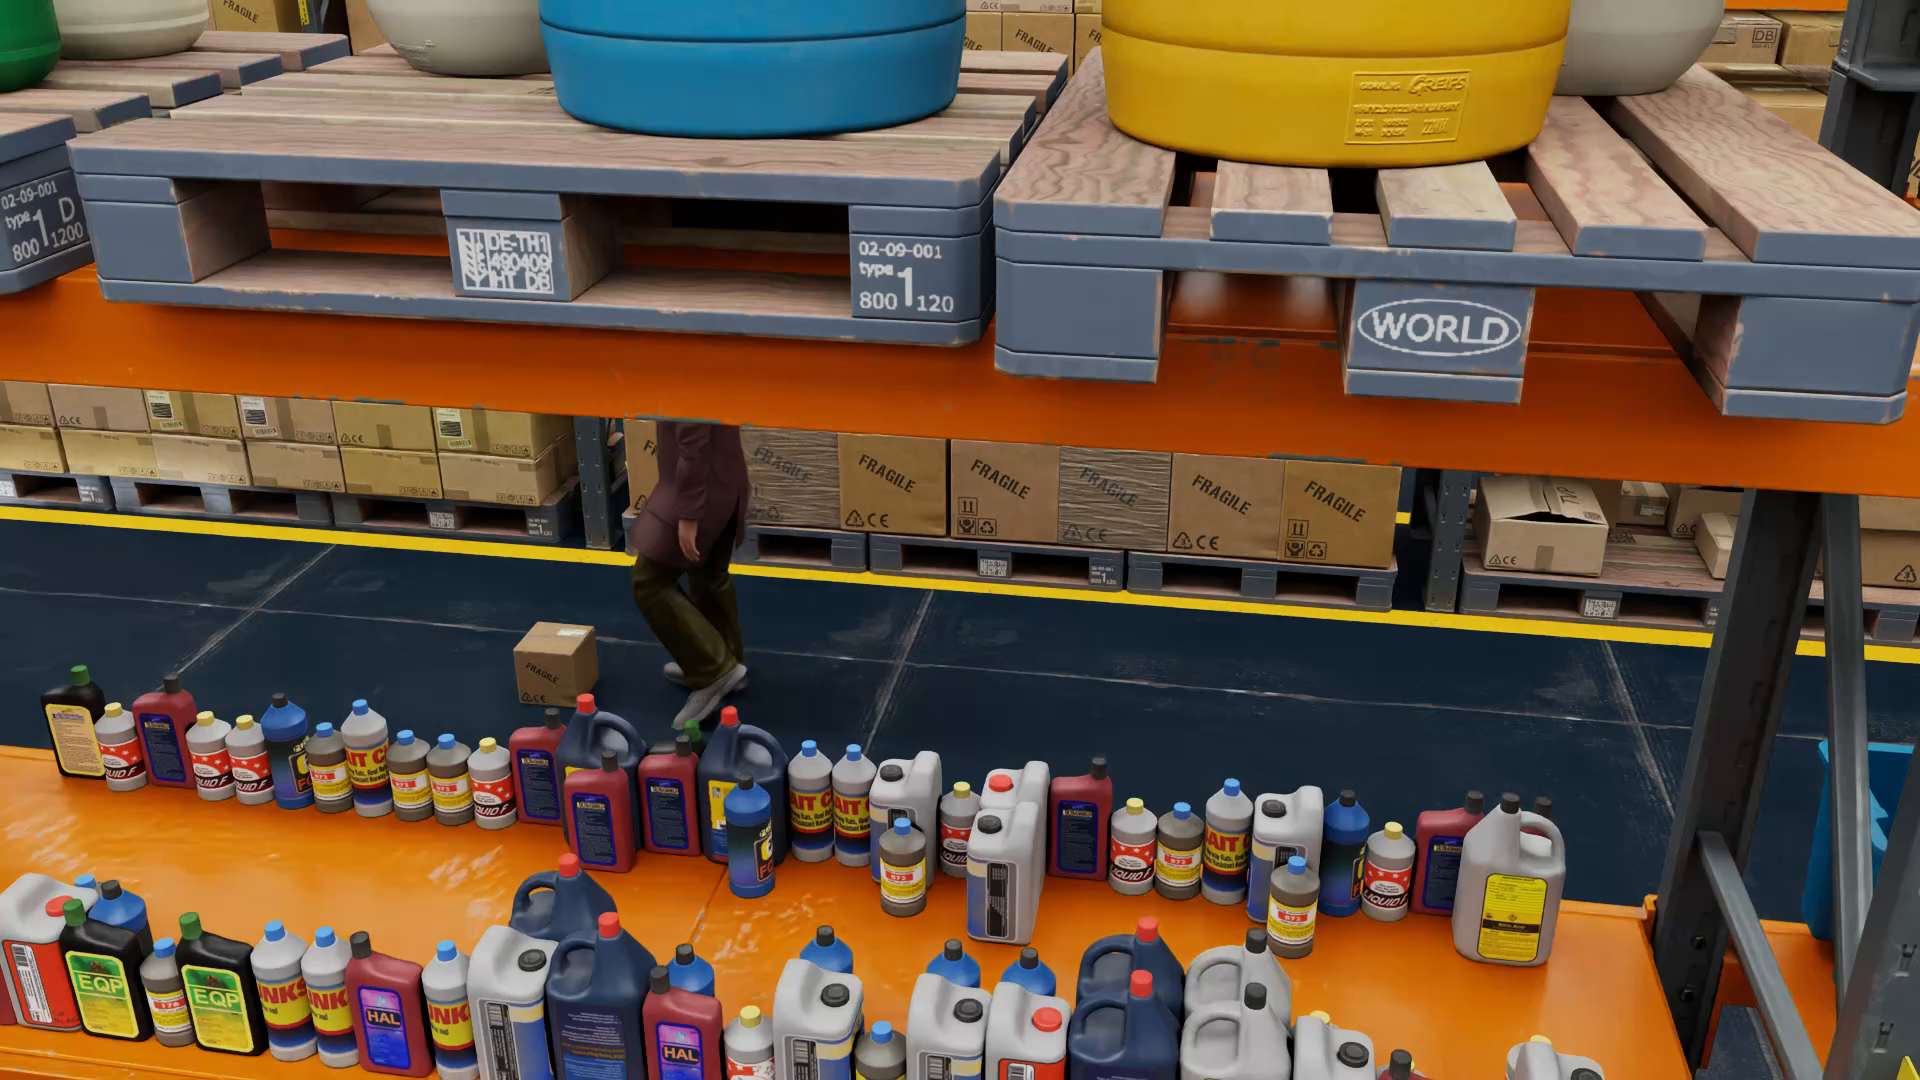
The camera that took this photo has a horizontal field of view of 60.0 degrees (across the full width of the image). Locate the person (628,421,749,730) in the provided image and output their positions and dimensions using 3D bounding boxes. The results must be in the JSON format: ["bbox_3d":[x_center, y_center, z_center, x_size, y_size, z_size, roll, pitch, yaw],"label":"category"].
[{"bbox_3d":[-1.037,-0.162,6.463,0.450,1.817,0.623,6,25,13],"label":"person"}]
